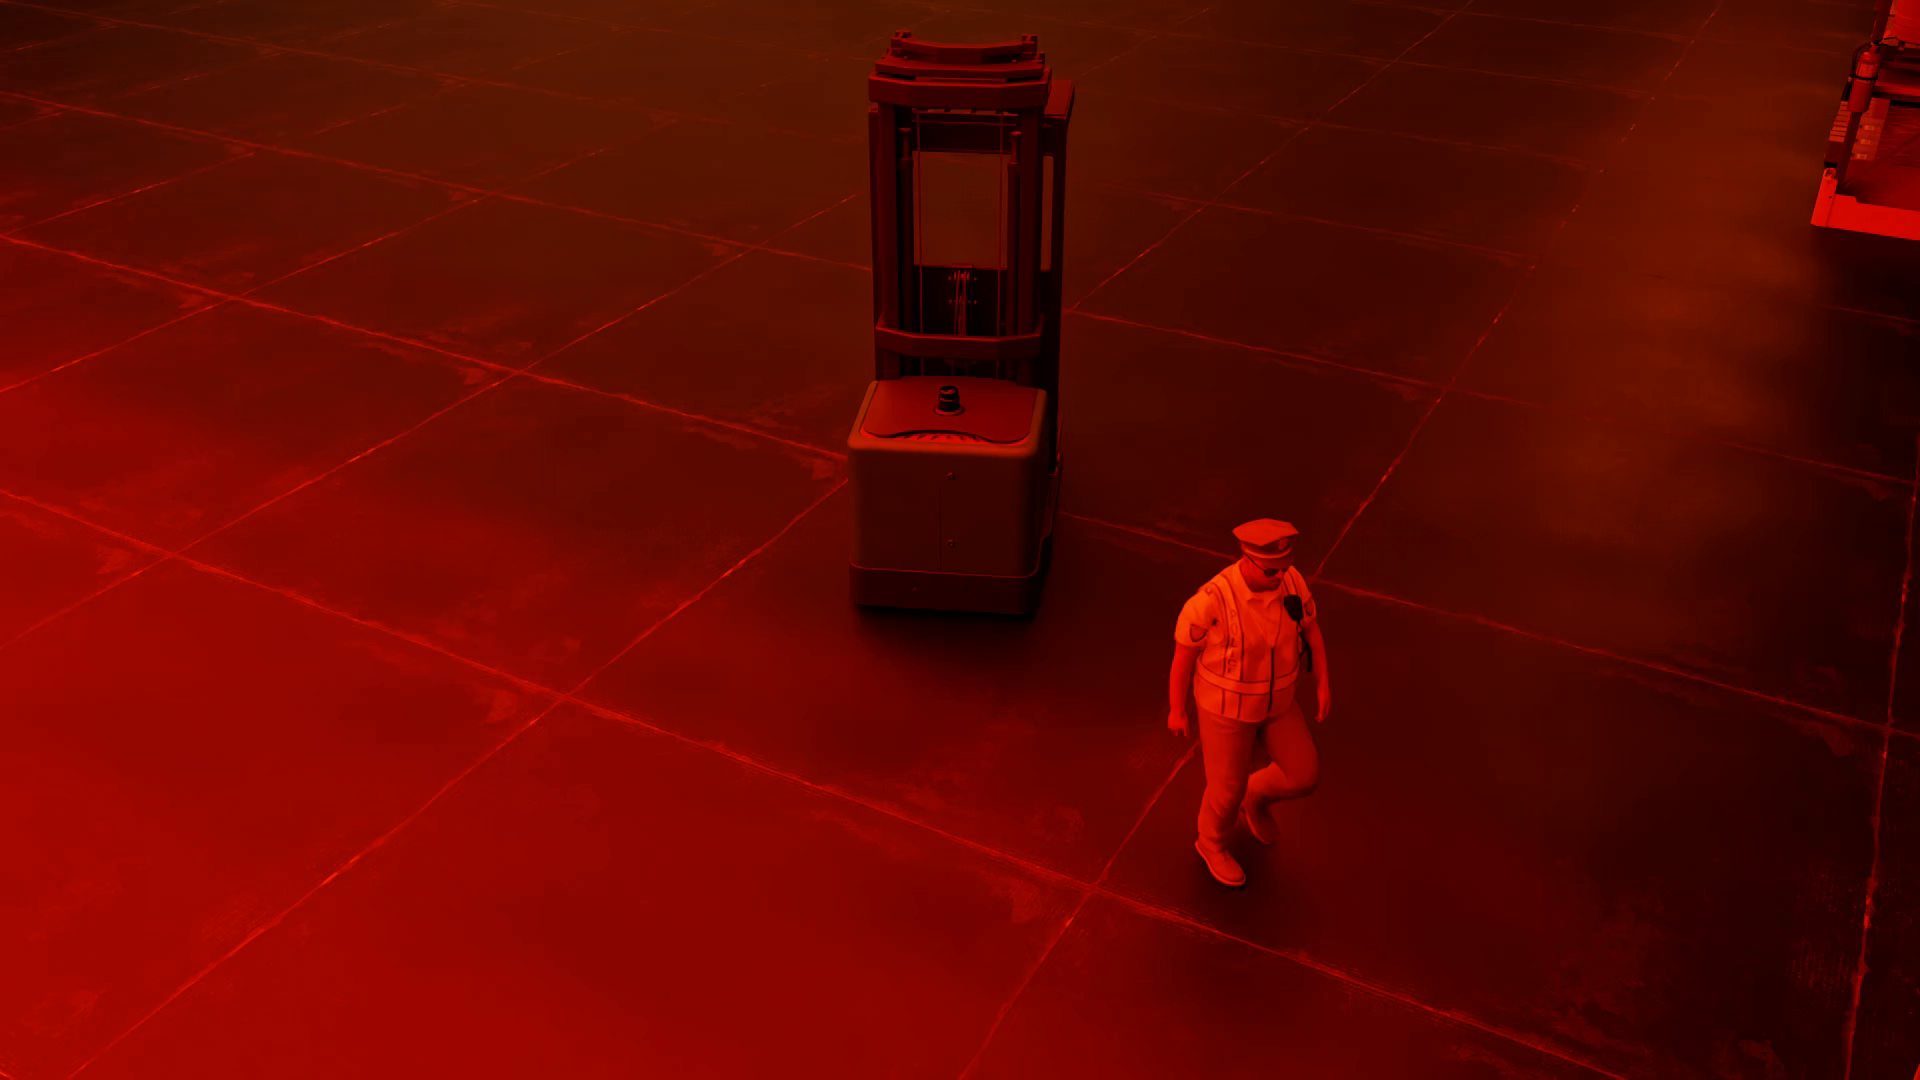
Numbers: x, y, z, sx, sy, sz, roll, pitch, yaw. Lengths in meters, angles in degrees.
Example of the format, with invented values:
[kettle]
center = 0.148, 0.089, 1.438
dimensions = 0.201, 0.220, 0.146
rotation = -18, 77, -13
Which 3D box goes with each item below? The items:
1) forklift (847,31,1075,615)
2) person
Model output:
[forklift]
center = 0.072, -1.572, 9.794
dimensions = 1.130, 2.935, 3.031
rotation = 3, 30, 6
[person]
center = 1.251, 0.696, 7.069
dimensions = 0.699, 1.728, 0.477
rotation = -13, 32, -21
